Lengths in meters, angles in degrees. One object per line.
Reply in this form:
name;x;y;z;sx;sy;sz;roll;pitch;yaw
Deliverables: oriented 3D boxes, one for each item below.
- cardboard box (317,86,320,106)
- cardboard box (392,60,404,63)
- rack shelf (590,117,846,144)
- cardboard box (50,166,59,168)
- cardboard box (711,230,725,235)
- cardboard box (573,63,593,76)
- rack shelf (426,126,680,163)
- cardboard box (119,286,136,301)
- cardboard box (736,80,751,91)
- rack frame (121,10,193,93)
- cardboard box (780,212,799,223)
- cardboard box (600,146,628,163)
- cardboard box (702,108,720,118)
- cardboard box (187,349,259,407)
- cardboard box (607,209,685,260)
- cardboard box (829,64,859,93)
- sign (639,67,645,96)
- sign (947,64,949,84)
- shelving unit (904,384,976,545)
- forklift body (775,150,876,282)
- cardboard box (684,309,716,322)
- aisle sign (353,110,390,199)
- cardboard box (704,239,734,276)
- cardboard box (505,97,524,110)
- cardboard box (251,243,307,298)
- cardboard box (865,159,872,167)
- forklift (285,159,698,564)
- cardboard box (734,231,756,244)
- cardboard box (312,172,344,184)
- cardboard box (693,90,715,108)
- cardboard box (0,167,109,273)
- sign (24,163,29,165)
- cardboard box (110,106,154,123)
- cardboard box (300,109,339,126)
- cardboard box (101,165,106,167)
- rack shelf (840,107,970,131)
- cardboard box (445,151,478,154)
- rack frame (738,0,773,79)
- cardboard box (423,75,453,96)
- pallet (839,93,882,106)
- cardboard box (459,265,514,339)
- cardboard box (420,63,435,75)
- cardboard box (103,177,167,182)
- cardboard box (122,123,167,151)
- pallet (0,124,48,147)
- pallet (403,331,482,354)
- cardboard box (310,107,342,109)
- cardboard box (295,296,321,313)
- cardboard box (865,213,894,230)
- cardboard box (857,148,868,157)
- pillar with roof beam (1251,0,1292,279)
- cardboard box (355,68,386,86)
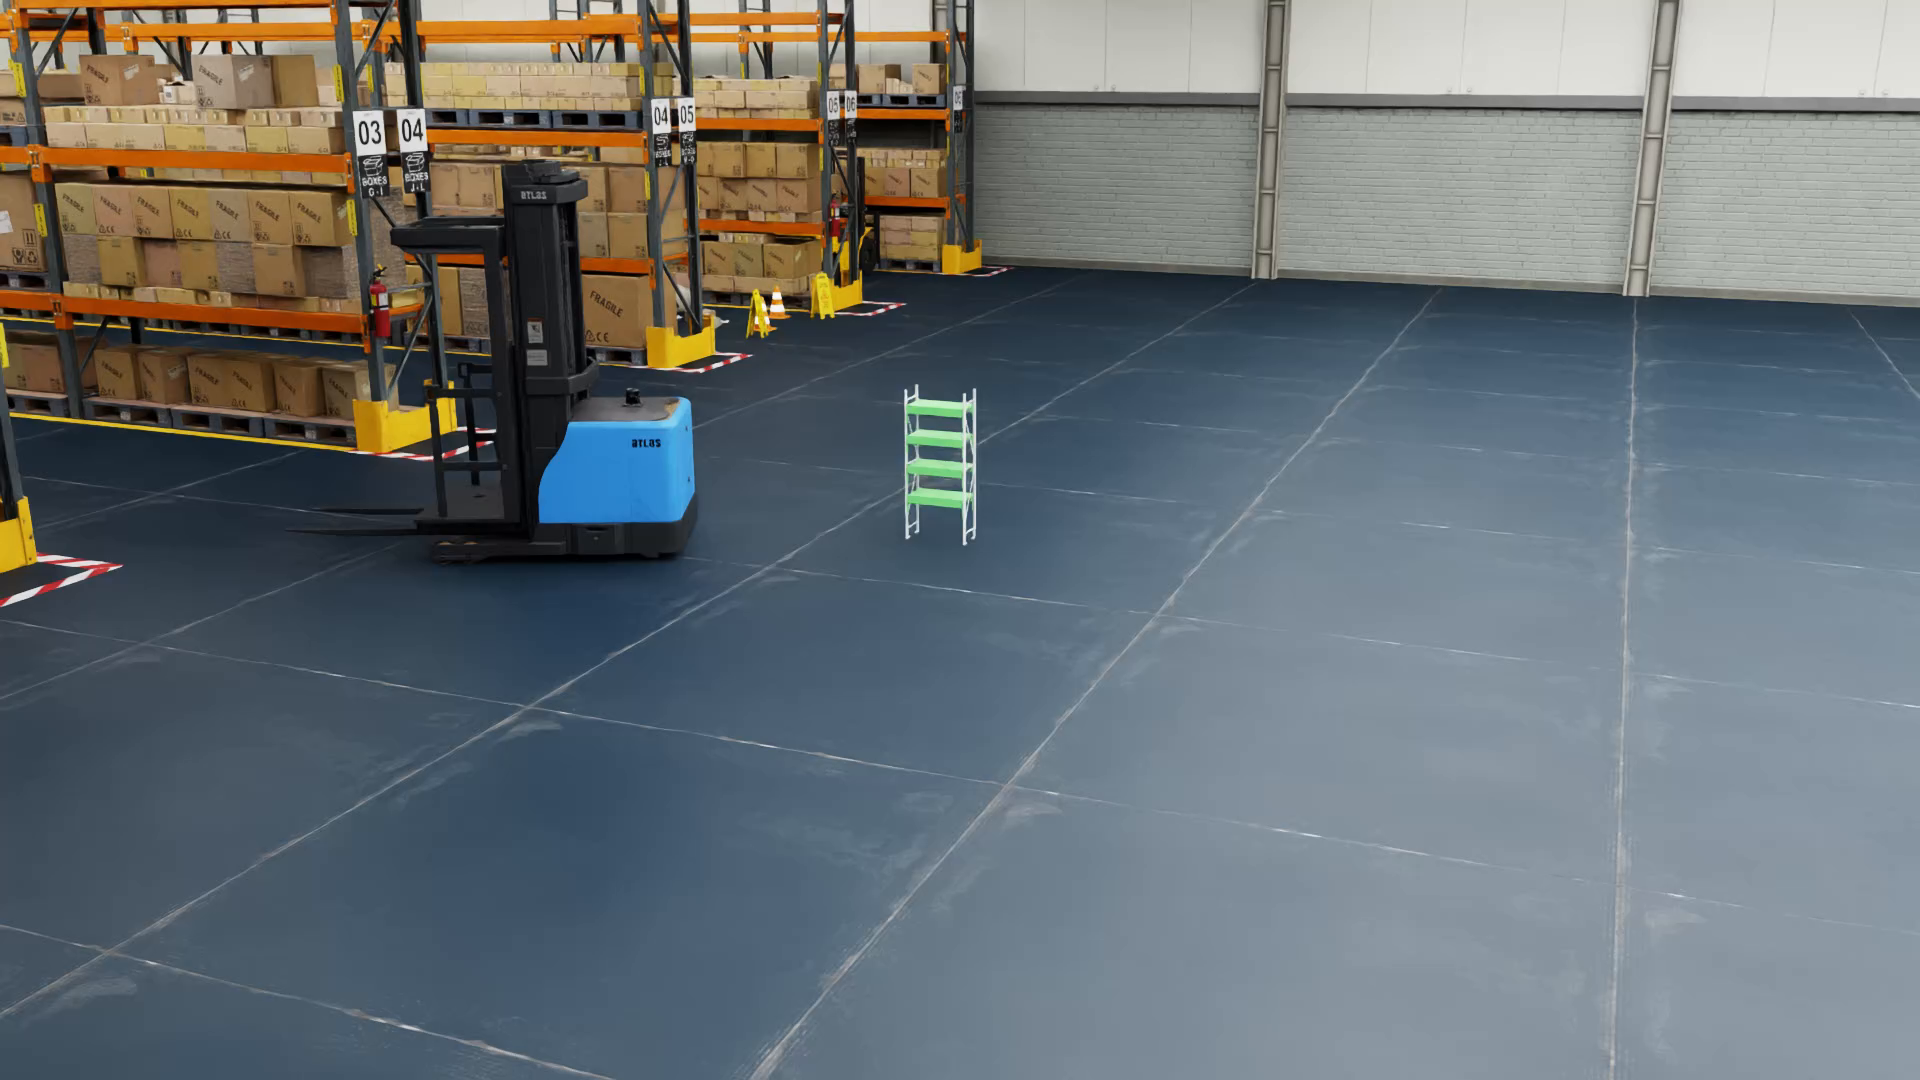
cardboard box;-8.479;-5.810;21.763;0.500;0.250;0.500;6;17;20
cardboard box;-11.000;-9.313;32.733;0.258;0.266;0.396;6;17;20
rack shelf;-3.667;-6.307;25.429;4.000;0.370;1.077;6;17;21
cardboard box;-16.349;-6.569;30.240;0.500;0.500;0.500;6;17;20
cardboard box;-4.199;-5.816;31.334;0.625;0.625;0.875;7;18;23
cardboard box;-4.437;-5.664;20.013;0.250;0.149;0.380;7;17;22
rack shelf;-5.389;-5.013;20.971;4.000;0.370;1.077;6;17;21
cardboard box;-8.367;-2.555;17.046;0.250;0.149;0.380;6;17;21
cardboard box;-3.141;-6.792;24.830;0.250;0.149;0.380;6;17;21
rack frame;-10.971;-7.413;22.567;0.127;3.000;1.000;6;17;21
cardboard box;-2.509;-4.867;25.008;0.250;0.149;0.380;6;17;20
cardboard box;-5.198;-5.986;25.908;0.500;0.500;0.700;6;17;20
cardboard box;-3.686;-6.437;25.036;0.250;0.149;0.380;6;17;20
cardboard box;-7.664;-1.697;17.368;0.500;0.500;0.500;5;17;16
cardboard box;-3.890;-3.812;20.654;0.550;0.550;0.875;6;17;21
cardboard box;-1.936;-8.218;29.602;0.637;0.503;0.797;7;18;22
sign;-3.741;-5.402;19.574;0.005;0.325;0.100;6;17;21
sign;-0.201;-7.984;28.467;0.005;0.325;0.100;6;17;21
shelving unit;-0.154;-0.593;13.065;0.503;1.200;0.258;6;17;21
forklift body;-2.422;-5.608;28.635;1.214;2.155;2.313;6;17;21
cardboard box;-3.766;-3.248;24.097;0.380;0.149;0.250;-12;20;-37
aisle sign;-5.495;-3.602;15.537;0.004;0.787;0.394;6;17;21
cardboard box;-3.601;-4.369;25.677;0.500;0.500;0.500;6;17;19
cardboard box;-5.381;-5.385;20.481;0.250;0.149;0.380;7;17;21
cardboard box;-6.453;-2.712;16.421;0.500;0.500;0.875;6;17;21
cardboard box;-1.616;-6.742;29.676;0.250;0.149;0.380;6;17;21
forklift;-3.629;-1.375;12.651;3.031;2.935;1.130;-1;16;-2
cardboard box;-3.246;-4.621;25.382;0.250;0.149;0.380;7;17;22
cardboard box;-8.193;-4.752;22.190;0.500;0.500;0.700;6;17;20
cardboard box;-3.804;-6.656;25.076;0.500;0.250;0.500;6;17;21
cardboard box;-9.851;-3.454;17.861;1.000;1.000;1.000;6;17;21
sign;-16.900;-6.955;30.055;0.005;0.325;0.100;6;17;21
cardboard box;-8.213;-4.236;16.560;0.250;0.149;0.380;7;18;22
cardboard box;-6.015;-4.002;15.752;0.250;0.149;0.380;6;17;19
cardboard box;-14.919;-6.897;29.578;0.500;0.500;0.500;6;17;21
rack shelf;-1.849;-7.595;29.865;4.000;0.370;1.077;6;17;21
cardboard box;-8.239;-6.194;27.663;0.500;0.500;0.500;6;17;20
rack frame;-3.710;-9.585;30.051;0.127;3.000;1.000;6;17;21
cardboard box;-6.428;-5.710;20.884;0.500;0.250;0.500;6;17;20
pallet;-1.776;-7.897;29.773;1.213;0.211;1.003;6;17;21
cardboard box;-5.850;-3.130;21.633;0.875;0.875;0.875;6;17;21
cardboard box;-6.563;-5.898;20.817;0.250;0.149;0.380;6;17;20
cardboard box;-8.644;-3.543;17.491;0.500;0.500;0.500;6;17;21
cardboard box;-7.887;-3.996;16.447;0.500;0.250;0.500;6;17;18
pallet;-9.699;-4.288;17.519;1.003;0.211;1.213;6;17;21
pallet;-6.571;-2.685;22.045;1.213;0.211;1.003;6;17;21
cardboard box;-6.100;-4.131;16.196;0.250;0.149;0.380;6;17;20
cardboard box;-6.267;-2.330;16.271;0.250;0.149;0.380;6;17;21
cardboard box;-1.482;-5.723;29.890;0.500;0.250;0.500;7;17;21
cardboard box;-1.828;-6.935;29.805;0.250;0.149;0.380;7;17;21
pillar with roof beam;3.696;-7.751;23.732;0.400;9.000;9.100;6;17;21
cardboard box;-9.655;-7.517;27.368;0.637;0.503;0.797;5;17;17
